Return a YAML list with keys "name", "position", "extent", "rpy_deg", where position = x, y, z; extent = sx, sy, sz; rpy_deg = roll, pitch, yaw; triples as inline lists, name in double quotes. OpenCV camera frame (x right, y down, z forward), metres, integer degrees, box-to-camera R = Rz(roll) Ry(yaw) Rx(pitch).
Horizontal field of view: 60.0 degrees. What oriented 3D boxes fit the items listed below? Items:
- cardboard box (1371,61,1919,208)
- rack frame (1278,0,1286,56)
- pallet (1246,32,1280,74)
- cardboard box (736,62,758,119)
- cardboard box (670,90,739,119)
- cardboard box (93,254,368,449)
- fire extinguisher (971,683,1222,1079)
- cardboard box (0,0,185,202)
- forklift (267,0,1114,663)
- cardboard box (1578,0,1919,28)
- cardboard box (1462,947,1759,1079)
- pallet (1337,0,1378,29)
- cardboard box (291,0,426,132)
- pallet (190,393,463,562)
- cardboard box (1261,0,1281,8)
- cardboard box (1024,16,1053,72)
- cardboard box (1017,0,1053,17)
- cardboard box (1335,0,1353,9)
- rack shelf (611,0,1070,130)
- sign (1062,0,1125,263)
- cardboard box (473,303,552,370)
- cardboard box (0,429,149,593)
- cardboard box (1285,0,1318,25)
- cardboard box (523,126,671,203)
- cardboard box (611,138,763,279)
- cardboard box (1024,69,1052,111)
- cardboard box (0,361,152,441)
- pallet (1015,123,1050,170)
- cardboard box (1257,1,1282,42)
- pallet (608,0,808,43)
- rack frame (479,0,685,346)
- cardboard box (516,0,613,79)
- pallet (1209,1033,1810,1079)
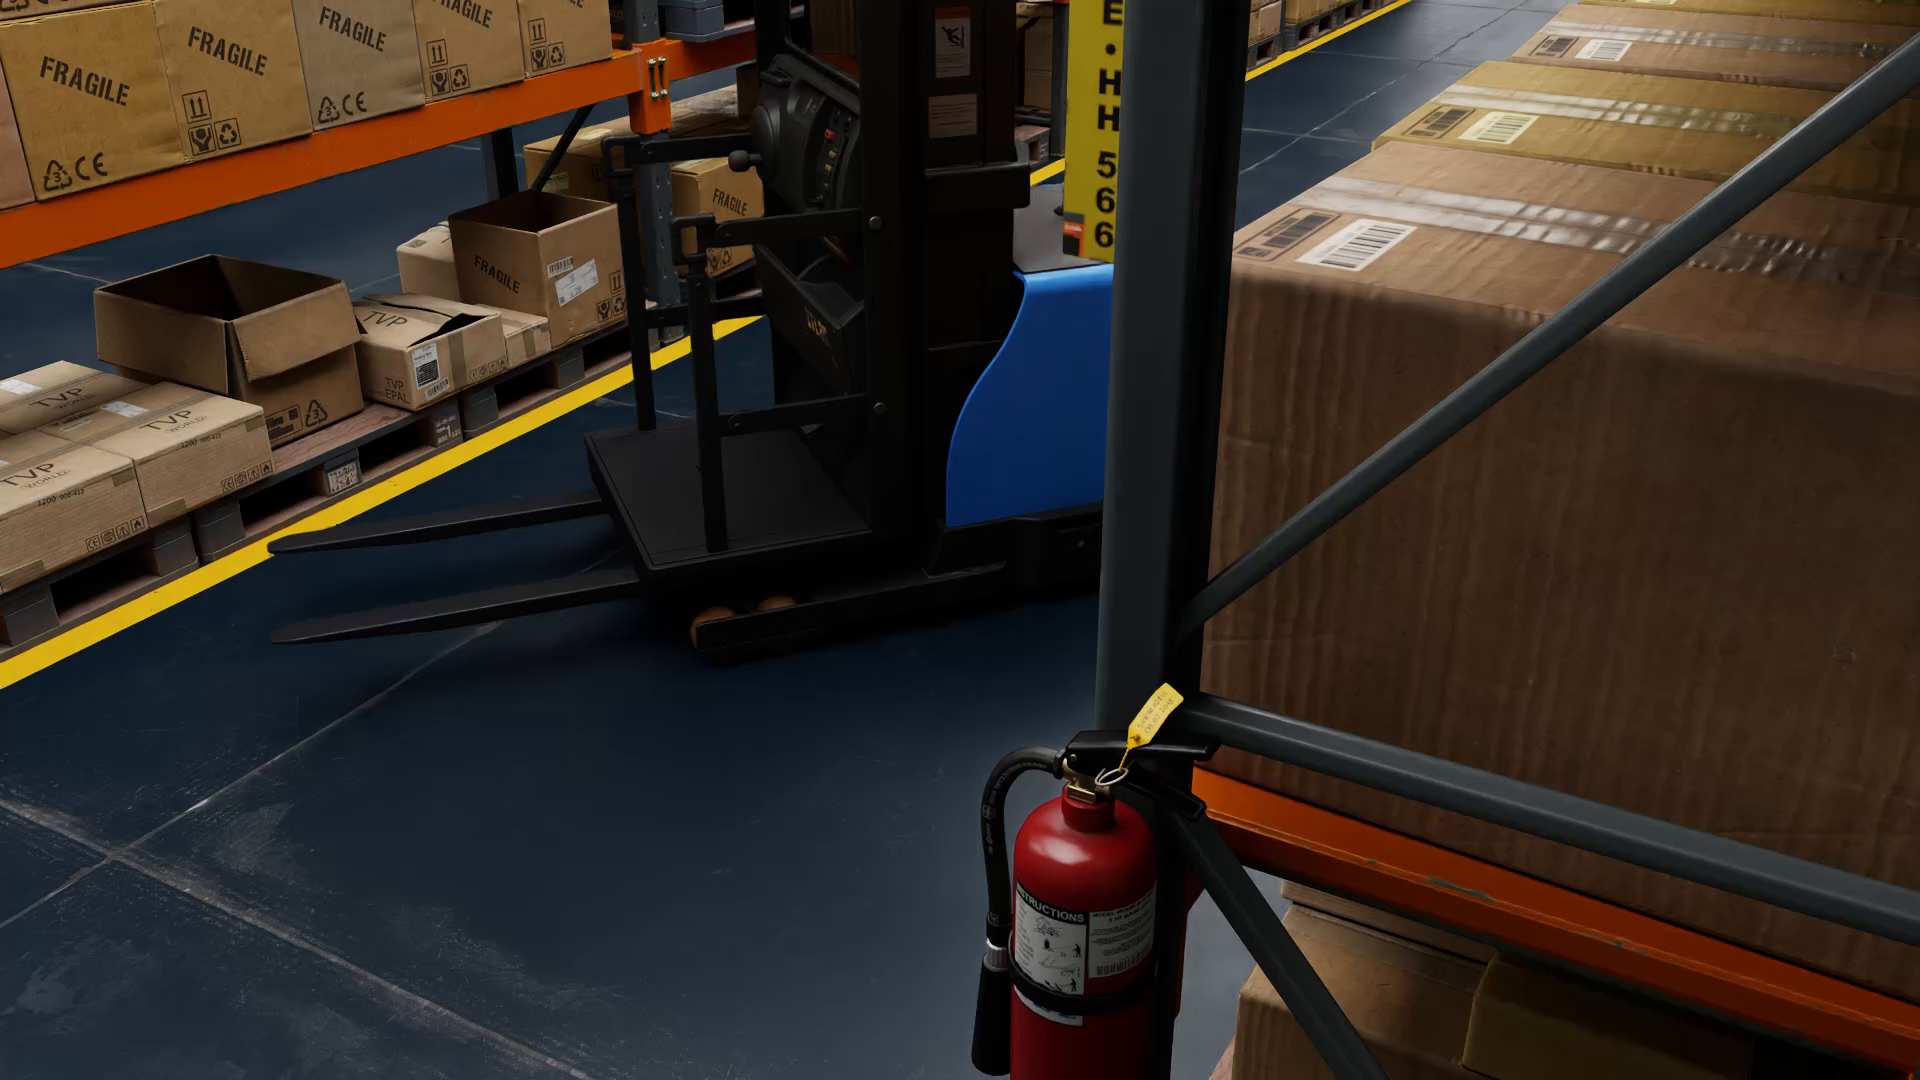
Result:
- name: "cardboard box"
  position: [1.213, -0.322, 2.707]
  extent: [0.980, 0.700, 0.700]
  rpy_deg: [14, 30, 26]
- name: "rack frame"
  position: [2.212, -5.467, 13.320]
  extent: [1.000, 3.000, 0.127]
  rpy_deg: [14, 30, 26]
- name: "pallet"
  position: [1.883, -3.924, 13.353]
  extent: [1.003, 0.211, 1.213]
  rpy_deg: [14, 30, 26]
- name: "cardboard box"
  position: [-0.782, -2.288, 8.433]
  extent: [0.500, 0.250, 0.500]
  rpy_deg: [14, 30, 26]
- name: "cardboard box"
  position: [-1.233, -2.070, 8.834]
  extent: [0.500, 0.500, 0.500]
  rpy_deg: [15, 30, 27]
- name: "cardboard box"
  position: [-2.644, -0.696, 6.087]
  extent: [0.797, 0.503, 0.637]
  rpy_deg: [14, 30, 26]
- name: "fire extinguisher"
  position: [0.147, 0.458, 1.988]
  extent: [0.296, 0.674, 0.183]
  rpy_deg: [14, 30, 26]
- name: "cardboard box"
  position: [-2.745, -1.347, 4.978]
  extent: [0.500, 0.500, 0.500]
  rpy_deg: [14, 30, 26]
- name: "forklift"
  position: [-0.647, -1.208, 4.889]
  extent: [3.031, 2.935, 1.130]
  rpy_deg: [-10, 28, -19]
- name: "cardboard box"
  position: [1.946, -0.903, 3.867]
  extent: [0.980, 0.700, 0.700]
  rpy_deg: [13, 30, 25]
- name: "cardboard box"
  position: [0.993, 0.737, 2.525]
  extent: [0.380, 0.149, 0.250]
  rpy_deg: [14, 30, 26]
- name: "pallet"
  position: [3.238, -4.998, 15.498]
  extent: [1.003, 0.211, 1.213]
  rpy_deg: [14, 30, 26]
- name: "cardboard box"
  position: [-2.250, -1.741, 5.764]
  extent: [0.500, 0.500, 0.500]
  rpy_deg: [15, 30, 27]
- name: "pallet"
  position: [-2.662, -0.357, 6.228]
  extent: [1.003, 0.211, 1.213]
  rpy_deg: [14, 30, 26]
- name: "cardboard box"
  position: [2.262, -4.455, 13.275]
  extent: [0.500, 0.311, 0.500]
  rpy_deg: [14, 30, 26]
- name: "cardboard box"
  position: [0.757, -3.256, 10.880]
  extent: [0.500, 0.311, 0.500]
  rpy_deg: [15, 30, 28]
- name: "cardboard box"
  position: [0.537, -3.579, 11.525]
  extent: [0.500, 0.311, 0.500]
  rpy_deg: [14, 30, 25]
- name: "cardboard box"
  position: [3.205, -4.927, 14.843]
  extent: [0.500, 0.250, 0.500]
  rpy_deg: [14, 30, 26]
- name: "rack shelf"
  position: [-0.740, -2.807, 8.810]
  extent: [1.077, 0.370, 4.000]
  rpy_deg: [14, 30, 26]
- name: "sign"
  position: [0.157, -0.449, 1.739]
  extent: [0.100, 0.325, 0.005]
  rpy_deg: [14, 30, 26]
- name: "cardboard box"
  position: [-1.889, -0.827, 6.745]
  extent: [0.380, 0.149, 0.250]
  rpy_deg: [14, 30, 26]
- name: "cardboard box"
  position: [-2.931, -0.102, 5.182]
  extent: [0.500, 0.250, 0.500]
  rpy_deg: [14, 30, 26]
- name: "cardboard box"
  position: [2.704, -4.539, 14.069]
  extent: [0.500, 0.250, 0.500]
  rpy_deg: [14, 30, 26]
- name: "cardboard box"
  position: [-1.731, -1.683, 8.063]
  extent: [0.500, 0.500, 0.500]
  rpy_deg: [14, 30, 26]
- name: "cardboard box"
  position: [-1.274, -1.563, 7.822]
  extent: [0.500, 0.500, 0.500]
  rpy_deg: [13, 29, 24]
- name: "cardboard box"
  position: [0.757, -3.006, 11.006]
  extent: [0.500, 0.250, 0.500]
  rpy_deg: [14, 30, 26]
- name: "cardboard box"
  position: [-3.145, -0.387, 5.753]
  extent: [0.500, 0.250, 0.500]
  rpy_deg: [14, 30, 26]
- name: "pallet"
  position: [-0.156, -2.378, 10.265]
  extent: [1.003, 0.211, 1.213]
  rpy_deg: [14, 30, 26]
- name: "cardboard box"
  position: [2.260, -4.200, 13.391]
  extent: [0.500, 0.250, 0.500]
  rpy_deg: [14, 30, 26]
- name: "pallet"
  position: [-1.236, -2.551, 7.709]
  extent: [1.003, 0.211, 1.213]
  rpy_deg: [14, 30, 26]
- name: "rack frame"
  position: [-1.724, -2.349, 7.092]
  extent: [1.000, 3.000, 0.127]
  rpy_deg: [14, 30, 26]
- name: "cardboard box"
  position: [-1.746, -2.142, 6.567]
  extent: [0.500, 0.500, 0.500]
  rpy_deg: [15, 30, 27]
- name: "pallet"
  position: [0.948, 1.217, 3.082]
  extent: [1.003, 0.211, 1.213]
  rpy_deg: [14, 30, 26]
